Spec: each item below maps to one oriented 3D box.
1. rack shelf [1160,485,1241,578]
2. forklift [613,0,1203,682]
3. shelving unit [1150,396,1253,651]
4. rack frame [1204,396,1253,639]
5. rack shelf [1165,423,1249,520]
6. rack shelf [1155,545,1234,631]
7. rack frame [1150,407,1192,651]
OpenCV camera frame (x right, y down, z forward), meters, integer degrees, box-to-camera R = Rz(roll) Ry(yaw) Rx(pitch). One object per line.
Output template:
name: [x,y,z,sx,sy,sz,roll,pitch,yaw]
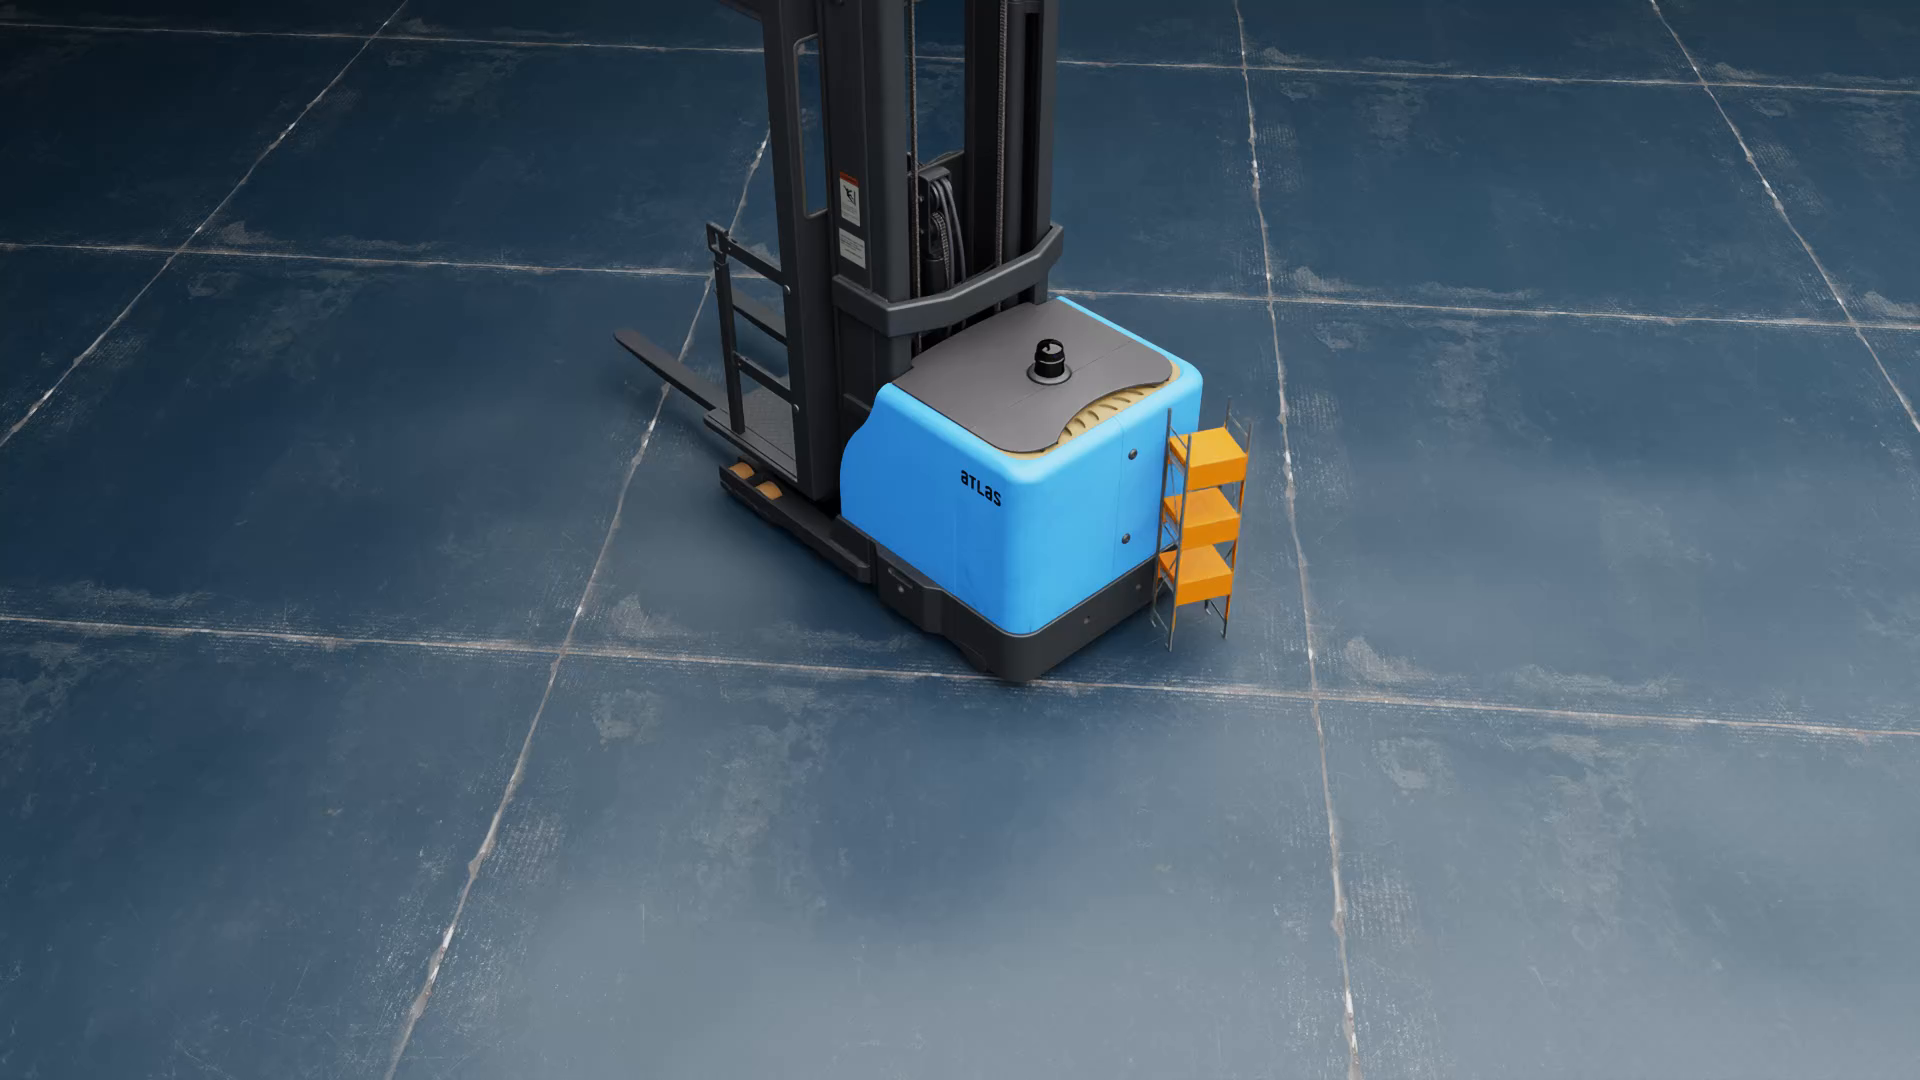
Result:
rack shelf: [0.929,-0.039,6.480,0.240,0.259,0.215,-11,39,-14]
forklift: [-0.425,-1.425,6.678,1.130,2.935,3.031,-31,48,-32]
shelving unit: [0.929,-0.047,6.473,0.252,1.050,0.215,-11,39,-14]
rack frame: [1.045,-0.071,6.502,0.008,1.050,0.200,-11,39,-14]
rack shelf: [0.928,-0.262,6.304,0.240,0.259,0.215,-11,39,-14]
rack shelf: [0.931,0.180,6.651,0.240,0.259,0.215,-11,39,-14]
rack frame: [0.813,-0.024,6.444,0.008,1.050,0.200,-11,39,-14]
